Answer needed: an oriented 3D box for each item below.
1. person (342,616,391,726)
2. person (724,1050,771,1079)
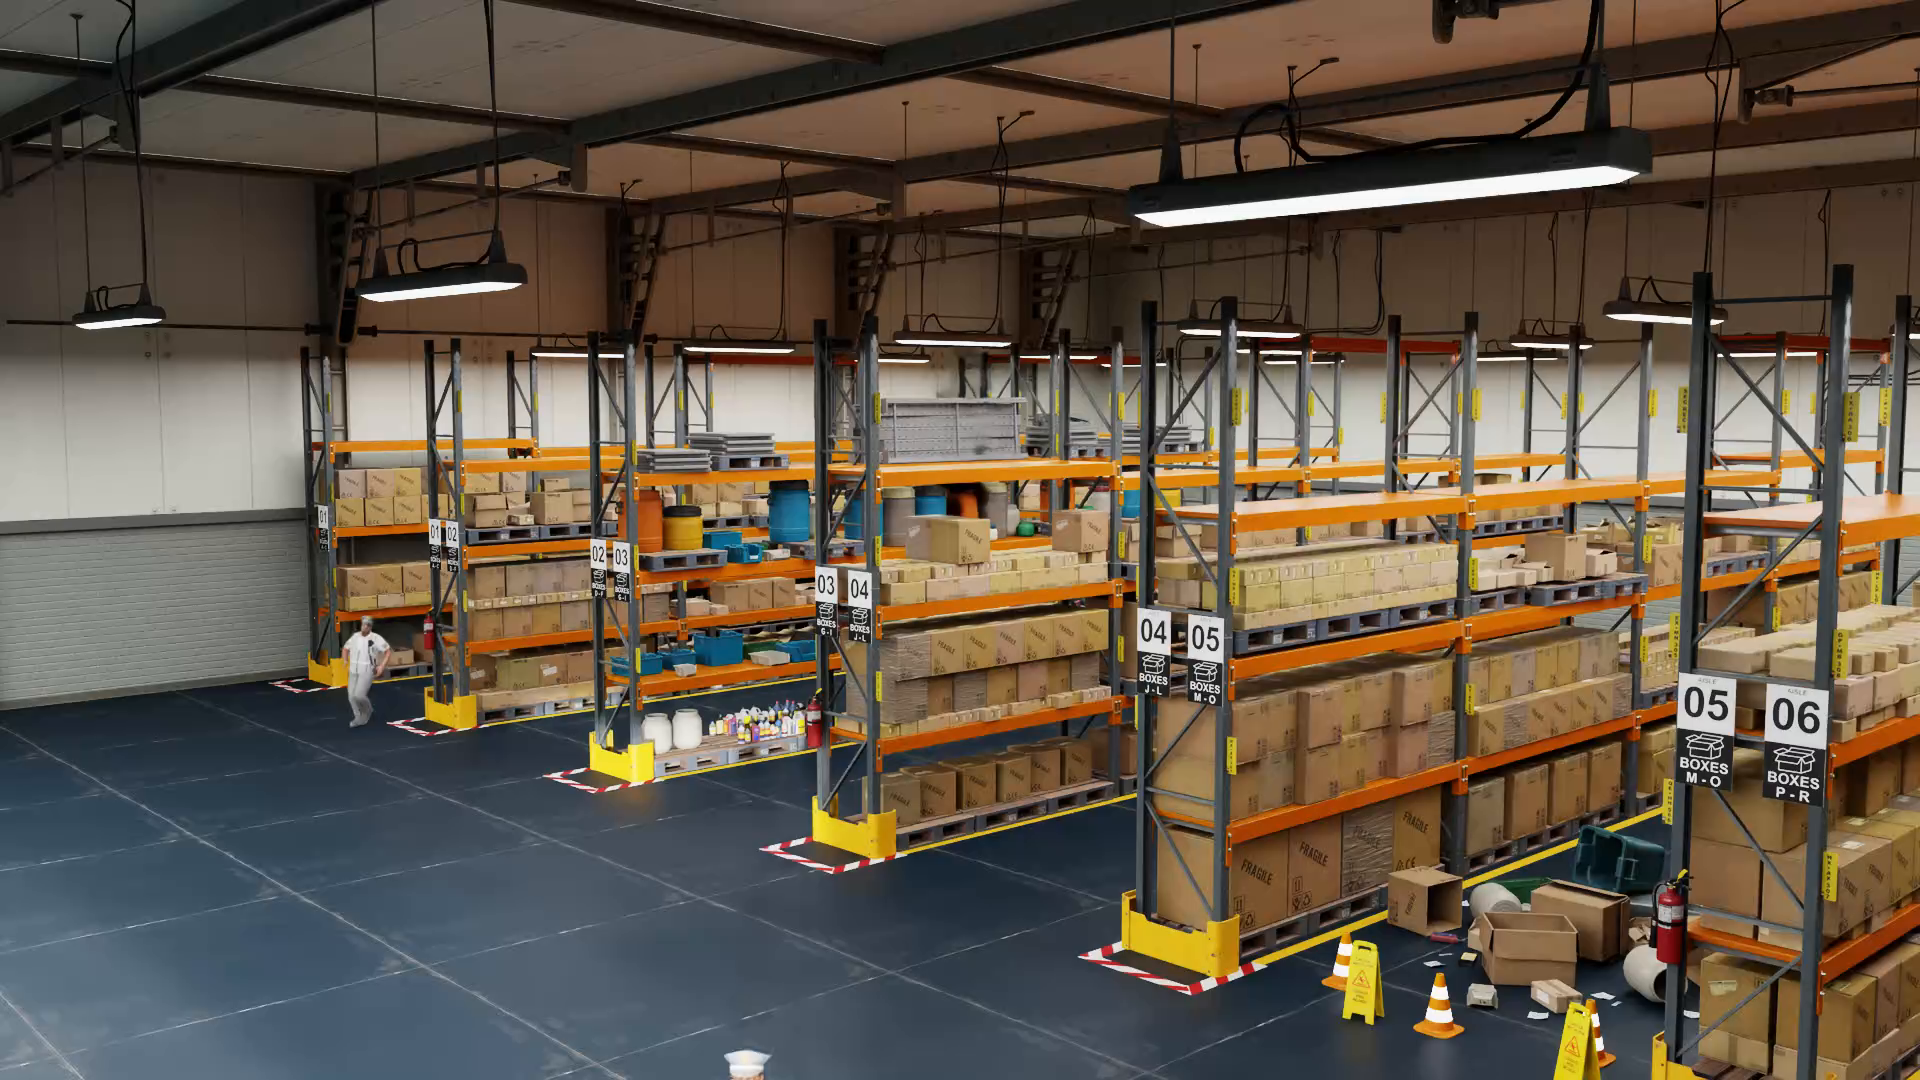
[{"bbox_3d":[-9.250,2.035,25.775,0.738,1.732,0.545,1,5,8],"label":"person"},{"bbox_3d":[-1.129,3.533,8.837,0.567,1.740,0.781,0,5,-2],"label":"person"}]
